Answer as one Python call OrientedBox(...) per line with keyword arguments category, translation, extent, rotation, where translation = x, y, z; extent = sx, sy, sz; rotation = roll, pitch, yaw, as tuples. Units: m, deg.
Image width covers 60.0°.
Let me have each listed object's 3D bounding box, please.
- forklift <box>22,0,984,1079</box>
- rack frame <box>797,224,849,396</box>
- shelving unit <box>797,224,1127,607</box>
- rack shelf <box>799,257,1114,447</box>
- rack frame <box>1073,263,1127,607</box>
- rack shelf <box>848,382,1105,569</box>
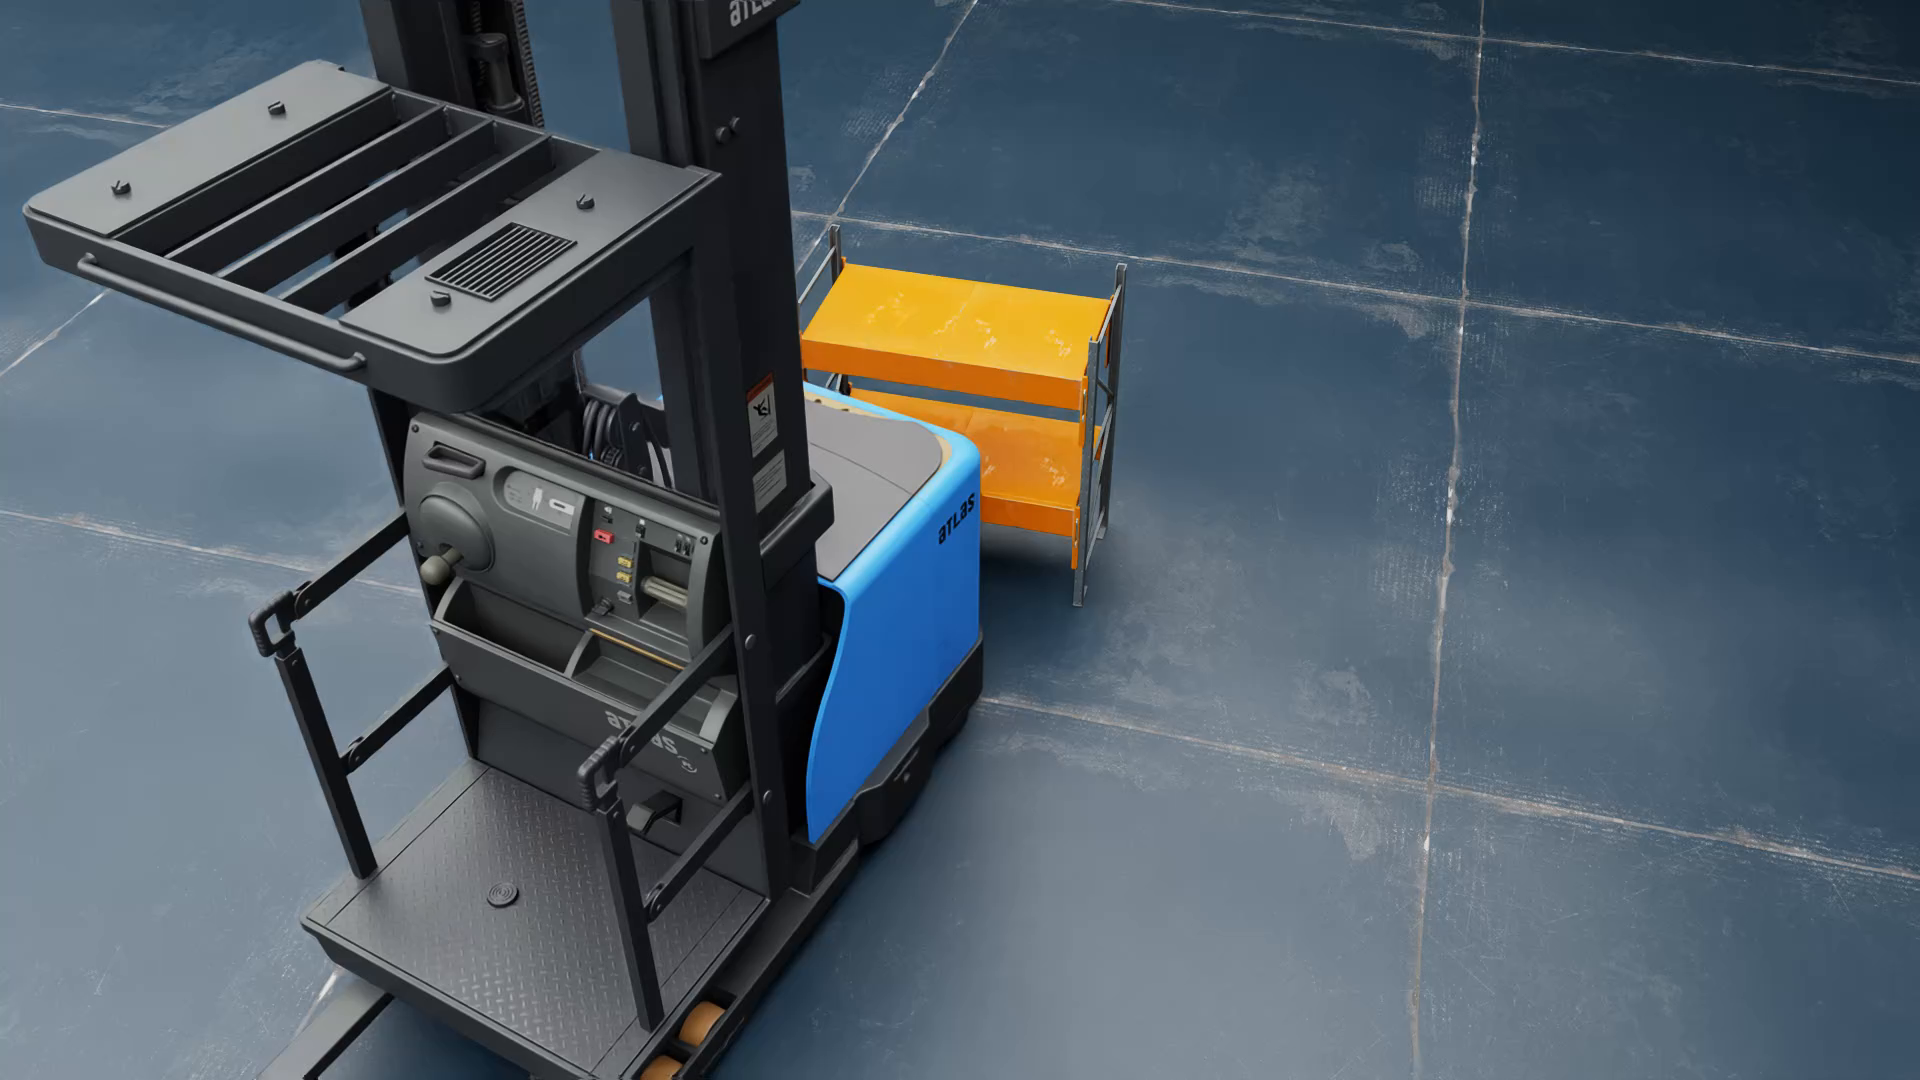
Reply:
OrientedBox(category="forklift", translation=(-1.084, 0.076, 3.880), extent=(1.130, 2.935, 3.031), rotation=(20, 44, 22))
OrientedBox(category="rack frame", translation=(-0.498, -0.516, 5.990), extent=(0.032, 1.125, 0.500), rotation=(10, 41, 11))
OrientedBox(category="shelving unit", translation=(-0.007, -0.432, 5.890), extent=(1.048, 1.125, 0.538), rotation=(10, 41, 11))
OrientedBox(category="rack shelf", translation=(-0.007, -0.656, 5.701), extent=(1.000, 0.278, 0.538), rotation=(10, 41, 11))
OrientedBox(category="rack frame", translation=(0.485, -0.347, 5.789), extent=(0.032, 1.125, 0.500), rotation=(10, 41, 11))
OrientedBox(category="rack shelf", translation=(-0.007, -0.245, 6.047), extent=(1.000, 0.278, 0.538), rotation=(10, 41, 11))
